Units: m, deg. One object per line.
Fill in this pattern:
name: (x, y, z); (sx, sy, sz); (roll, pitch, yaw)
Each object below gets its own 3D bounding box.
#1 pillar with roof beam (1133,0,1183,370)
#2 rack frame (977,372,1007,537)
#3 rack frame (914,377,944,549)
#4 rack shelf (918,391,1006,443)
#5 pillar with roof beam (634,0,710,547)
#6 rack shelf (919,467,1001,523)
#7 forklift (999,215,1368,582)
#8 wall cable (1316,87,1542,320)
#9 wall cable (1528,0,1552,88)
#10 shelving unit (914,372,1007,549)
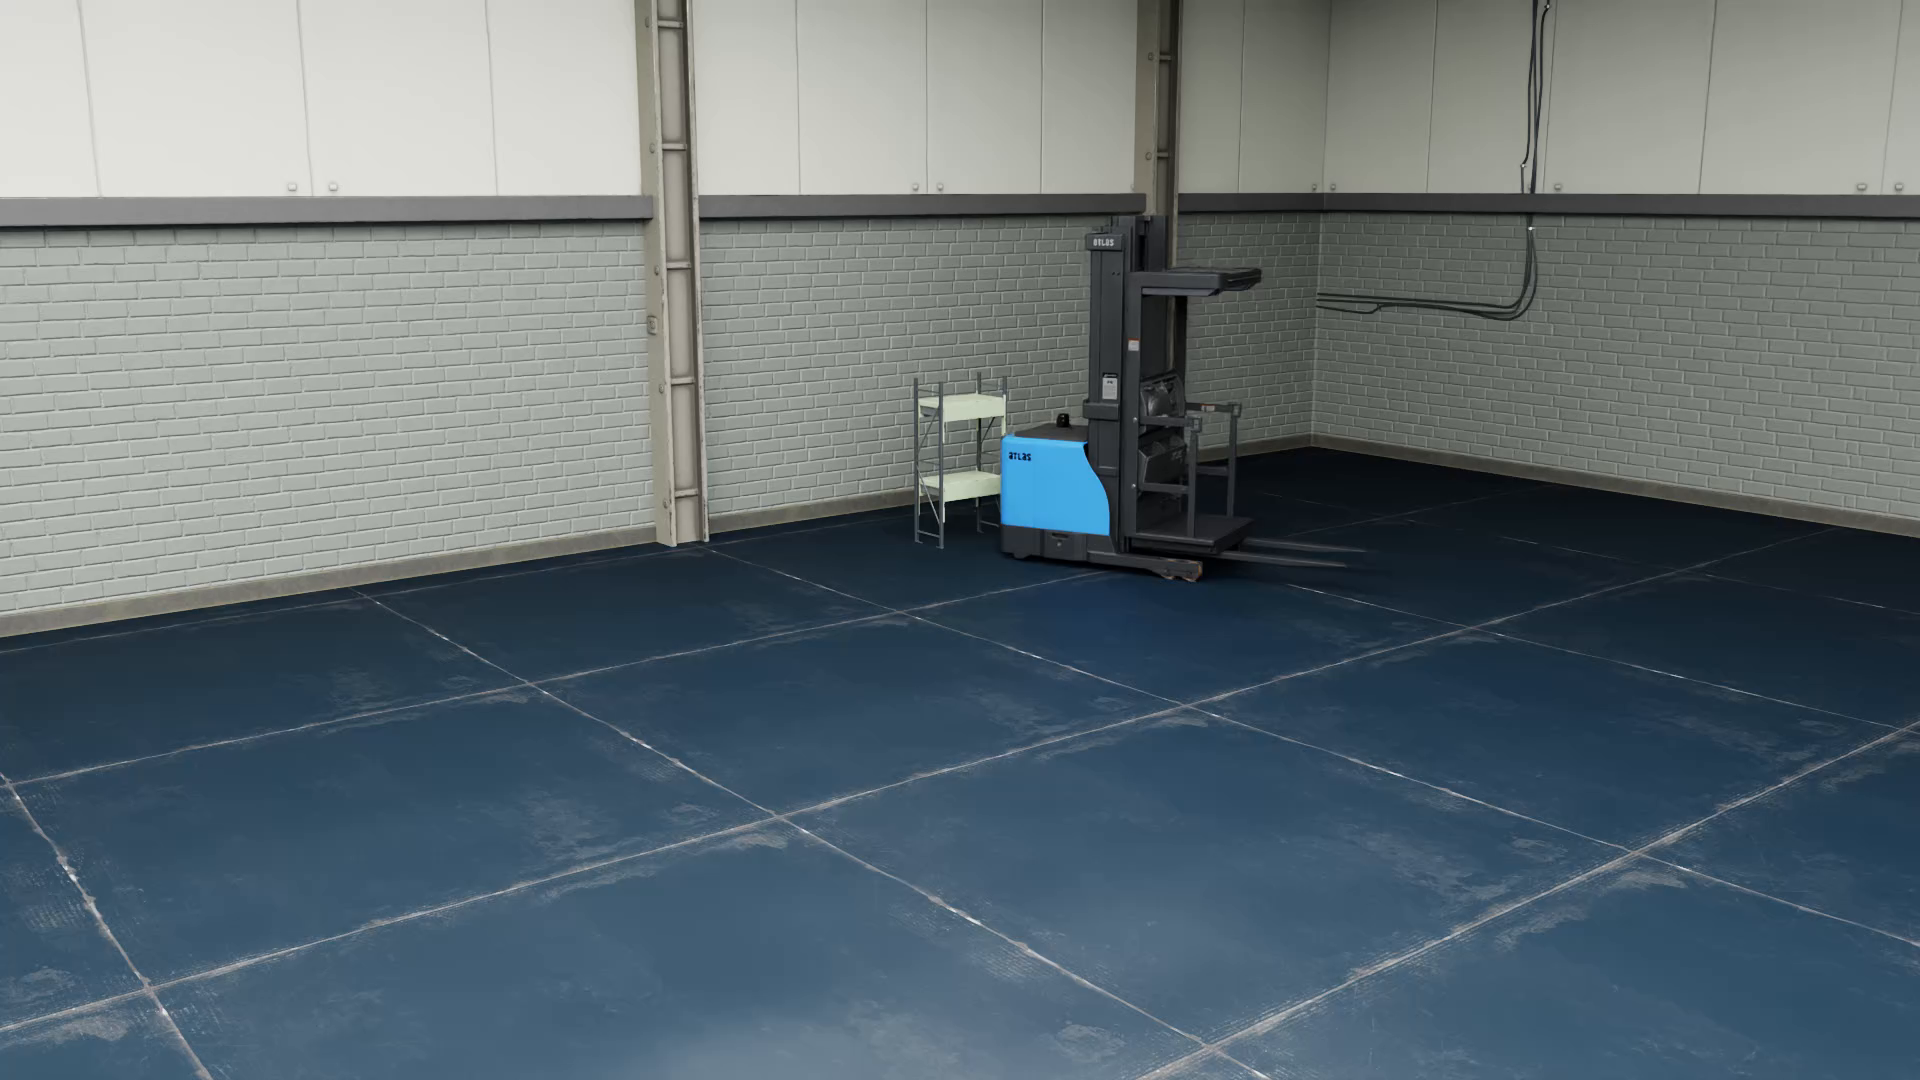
pillar with roof beam: (4.836, -4.473, 14.650); (0.400, 9.000, 9.100); (-9, 15, -38)
rack frame: (0.291, -0.782, 15.322); (0.023, 1.500, 0.400); (-9, 15, -38)
rack frame: (-0.281, -0.687, 14.875); (0.023, 1.500, 0.400); (-9, 15, -38)
rack shelf: (0.005, -1.116, 15.017); (0.720, 0.370, 0.431); (-9, 15, -38)
pillar with roof beam: (0.151, -3.694, 10.984); (0.400, 9.000, 9.100); (-9, 15, -38)
rack shelf: (0.005, -0.416, 15.166); (0.720, 0.370, 0.431); (-9, 15, -38)
forklift: (1.887, -1.217, 13.927); (3.031, 2.935, 1.130); (6, 14, 27)
wall cable: (5.273, -3.820, 19.051); (0.112, 2.526, 3.097); (-9, 15, -38)
wall cable: (6.963, -5.852, 16.460); (0.112, 2.526, 3.097); (-9, 15, -38)
shelving unit: (0.005, -0.735, 15.098); (0.755, 1.500, 0.431); (-9, 15, -38)
